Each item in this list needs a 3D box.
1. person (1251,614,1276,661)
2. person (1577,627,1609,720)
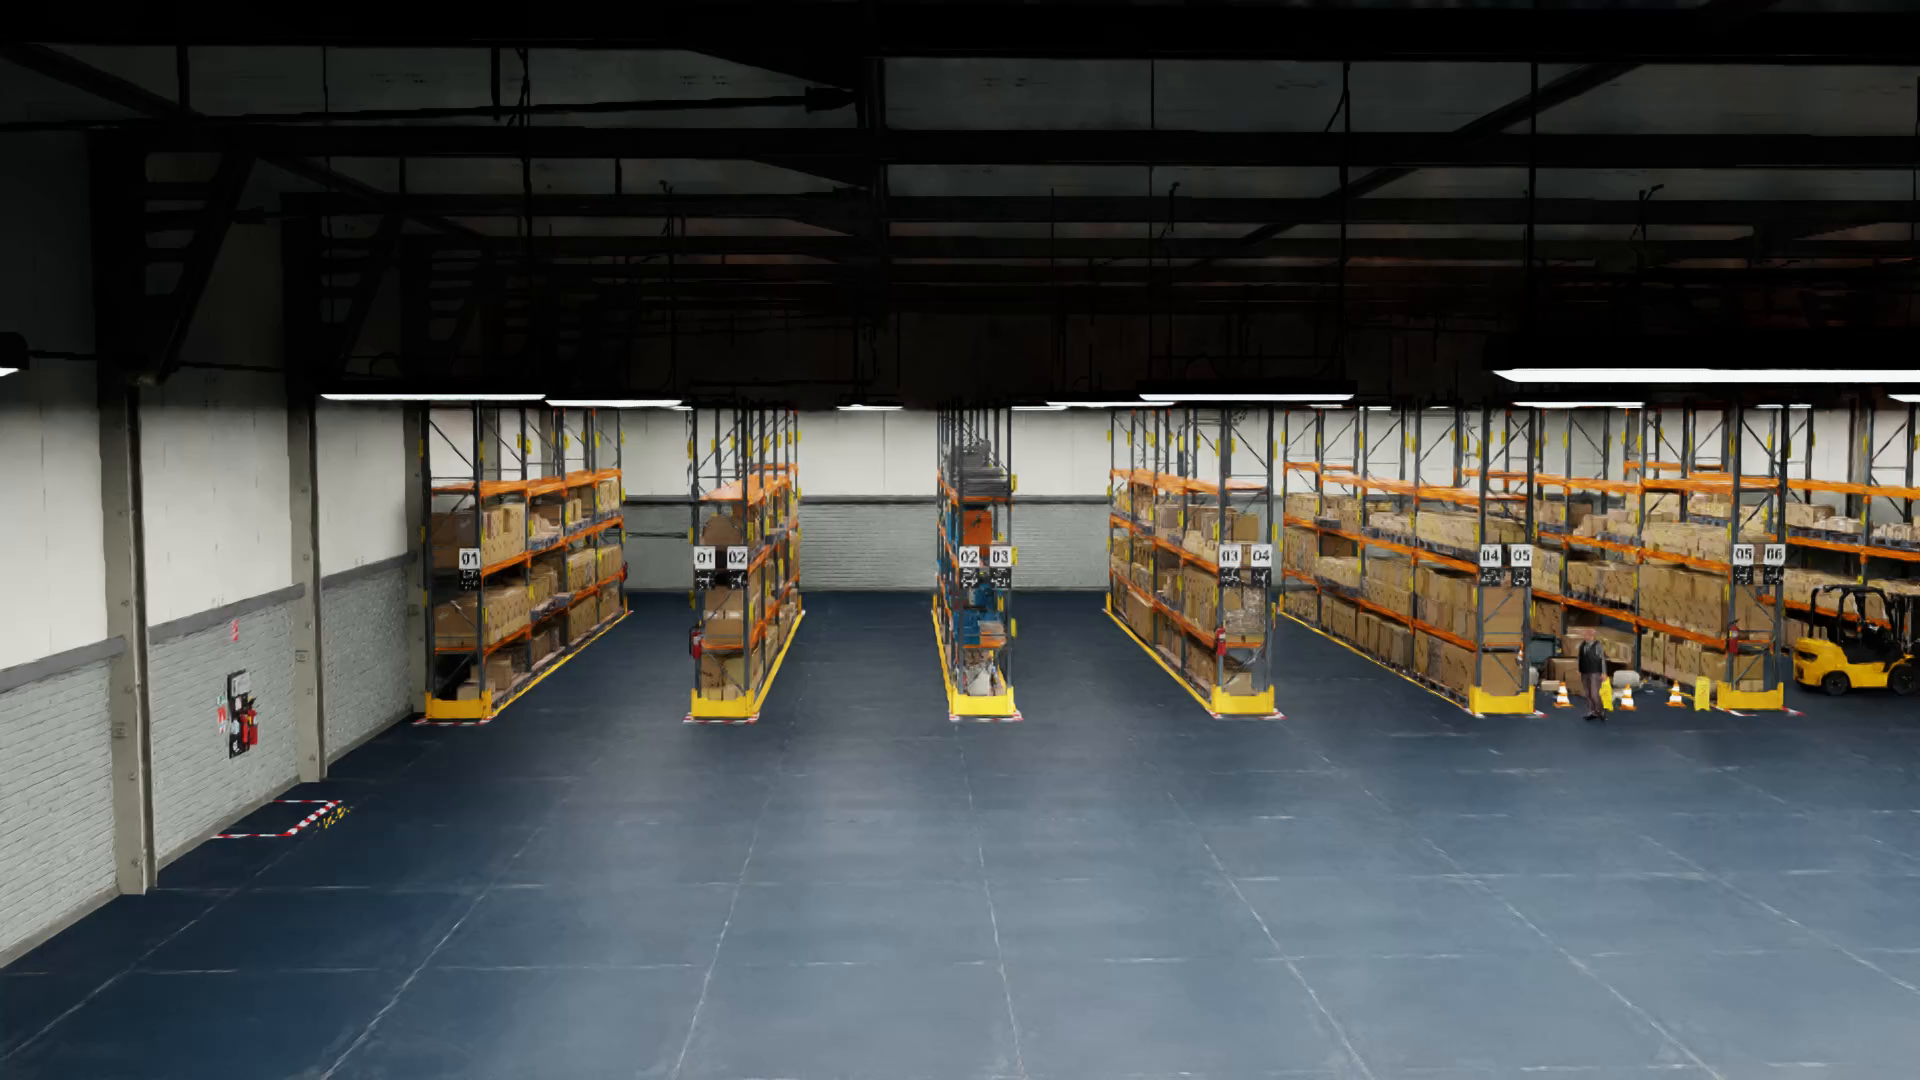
[{"bbox_3d":[6.916,1.990,37.971,0.580,1.619,0.507,0,4,-4],"label":"person"},{"bbox_3d":[11.725,2.476,30.815,0.398,1.715,0.643,-3,5,-33],"label":"person"}]
